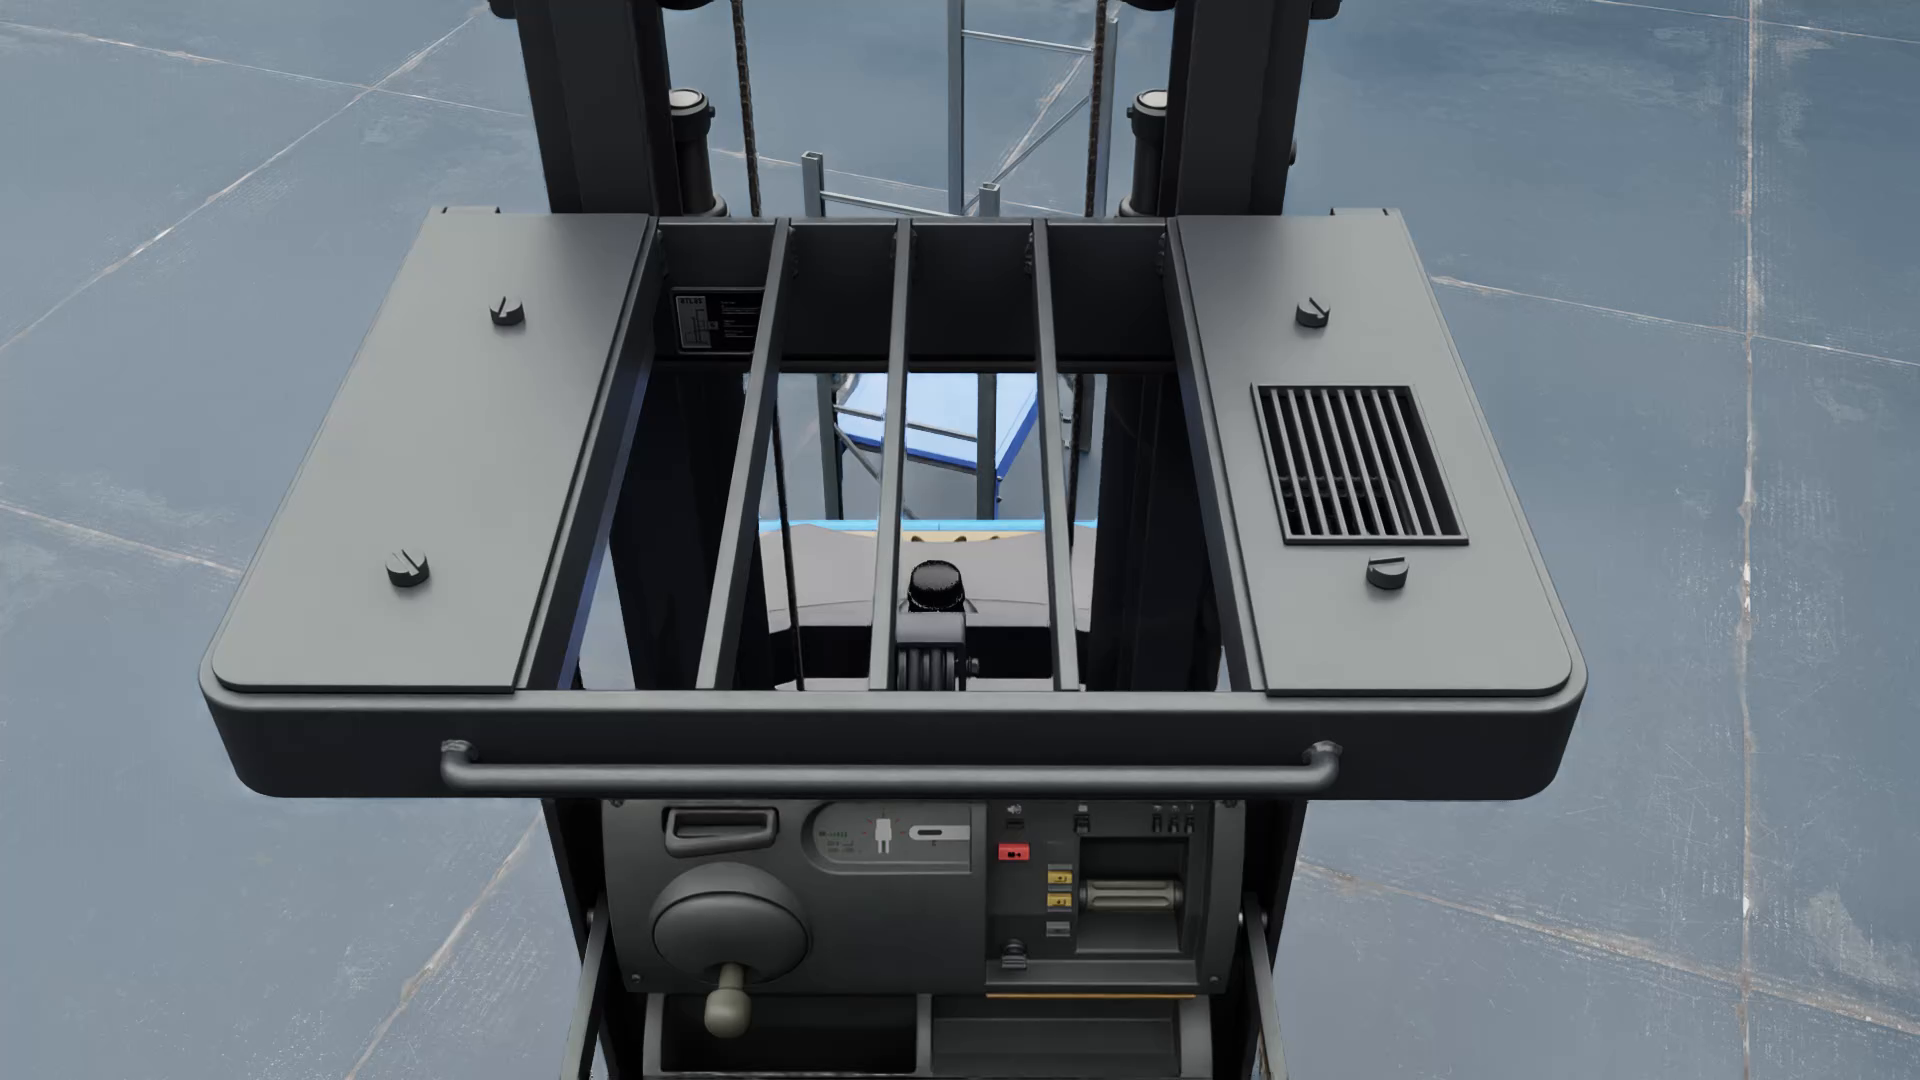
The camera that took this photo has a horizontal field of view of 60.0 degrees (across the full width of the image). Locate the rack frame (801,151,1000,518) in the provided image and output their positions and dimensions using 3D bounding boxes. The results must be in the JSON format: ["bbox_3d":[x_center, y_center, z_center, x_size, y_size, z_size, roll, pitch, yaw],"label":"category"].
[{"bbox_3d":[-0.145,-0.313,4.461,0.500,1.500,0.032,13,42,15],"label":"rack frame"}]

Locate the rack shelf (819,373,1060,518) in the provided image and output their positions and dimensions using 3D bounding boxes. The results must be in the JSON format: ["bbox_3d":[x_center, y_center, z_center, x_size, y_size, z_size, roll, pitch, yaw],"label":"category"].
[{"bbox_3d":[0.029,-0.486,4.941,0.538,0.185,1.000,13,42,15],"label":"rack shelf"}]

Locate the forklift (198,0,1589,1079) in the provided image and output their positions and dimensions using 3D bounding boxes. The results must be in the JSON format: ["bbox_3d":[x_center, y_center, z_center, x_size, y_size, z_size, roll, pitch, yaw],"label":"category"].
[{"bbox_3d":[-0.051,0.608,2.279,1.130,2.935,3.031,0,40,0],"label":"forklift"}]

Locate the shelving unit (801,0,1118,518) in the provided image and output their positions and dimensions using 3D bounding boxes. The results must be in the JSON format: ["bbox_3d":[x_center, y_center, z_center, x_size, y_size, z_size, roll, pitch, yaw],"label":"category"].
[{"bbox_3d":[0.029,-0.623,4.824,0.538,1.500,1.048,13,42,15],"label":"shelving unit"}]

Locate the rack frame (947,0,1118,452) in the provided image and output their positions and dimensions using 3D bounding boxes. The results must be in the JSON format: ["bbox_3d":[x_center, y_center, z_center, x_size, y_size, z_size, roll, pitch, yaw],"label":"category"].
[{"bbox_3d":[0.203,-0.933,5.188,0.500,1.500,0.032,13,42,15],"label":"rack frame"}]
